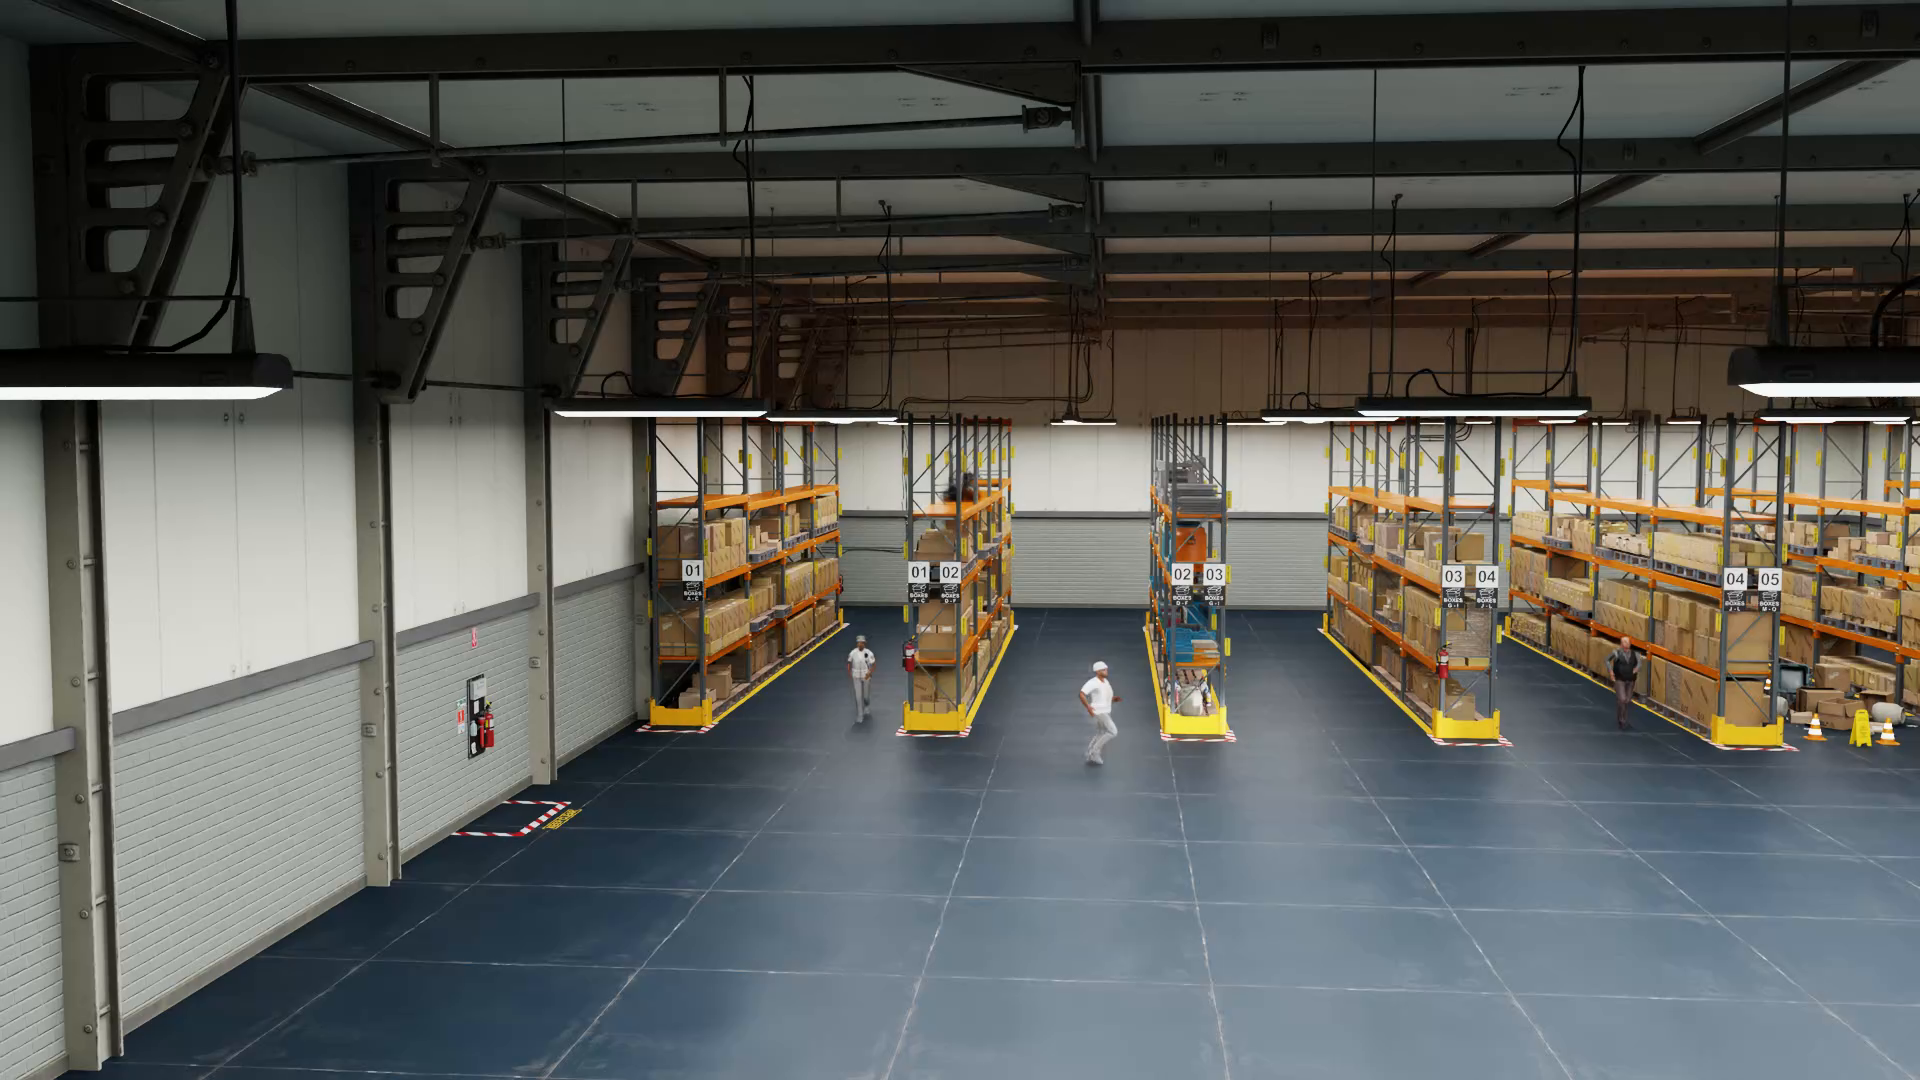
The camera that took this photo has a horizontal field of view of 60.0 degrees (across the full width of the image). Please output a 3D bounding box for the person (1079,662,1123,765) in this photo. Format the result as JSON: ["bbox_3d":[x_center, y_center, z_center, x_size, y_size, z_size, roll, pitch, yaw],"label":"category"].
[{"bbox_3d":[2.430,2.939,28.242,0.672,1.739,0.675,2,4,26],"label":"person"}]

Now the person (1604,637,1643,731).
[{"bbox_3d":[12.697,2.736,31.787,0.663,1.757,0.725,0,4,1],"label":"person"}]

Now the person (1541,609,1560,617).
[{"bbox_3d":[16.821,1.756,47.306,0.702,1.646,0.507,1,4,8],"label":"person"}]

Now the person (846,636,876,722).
[{"bbox_3d":[-1.945,2.696,32.675,0.596,1.683,0.667,0,4,2],"label":"person"}]
